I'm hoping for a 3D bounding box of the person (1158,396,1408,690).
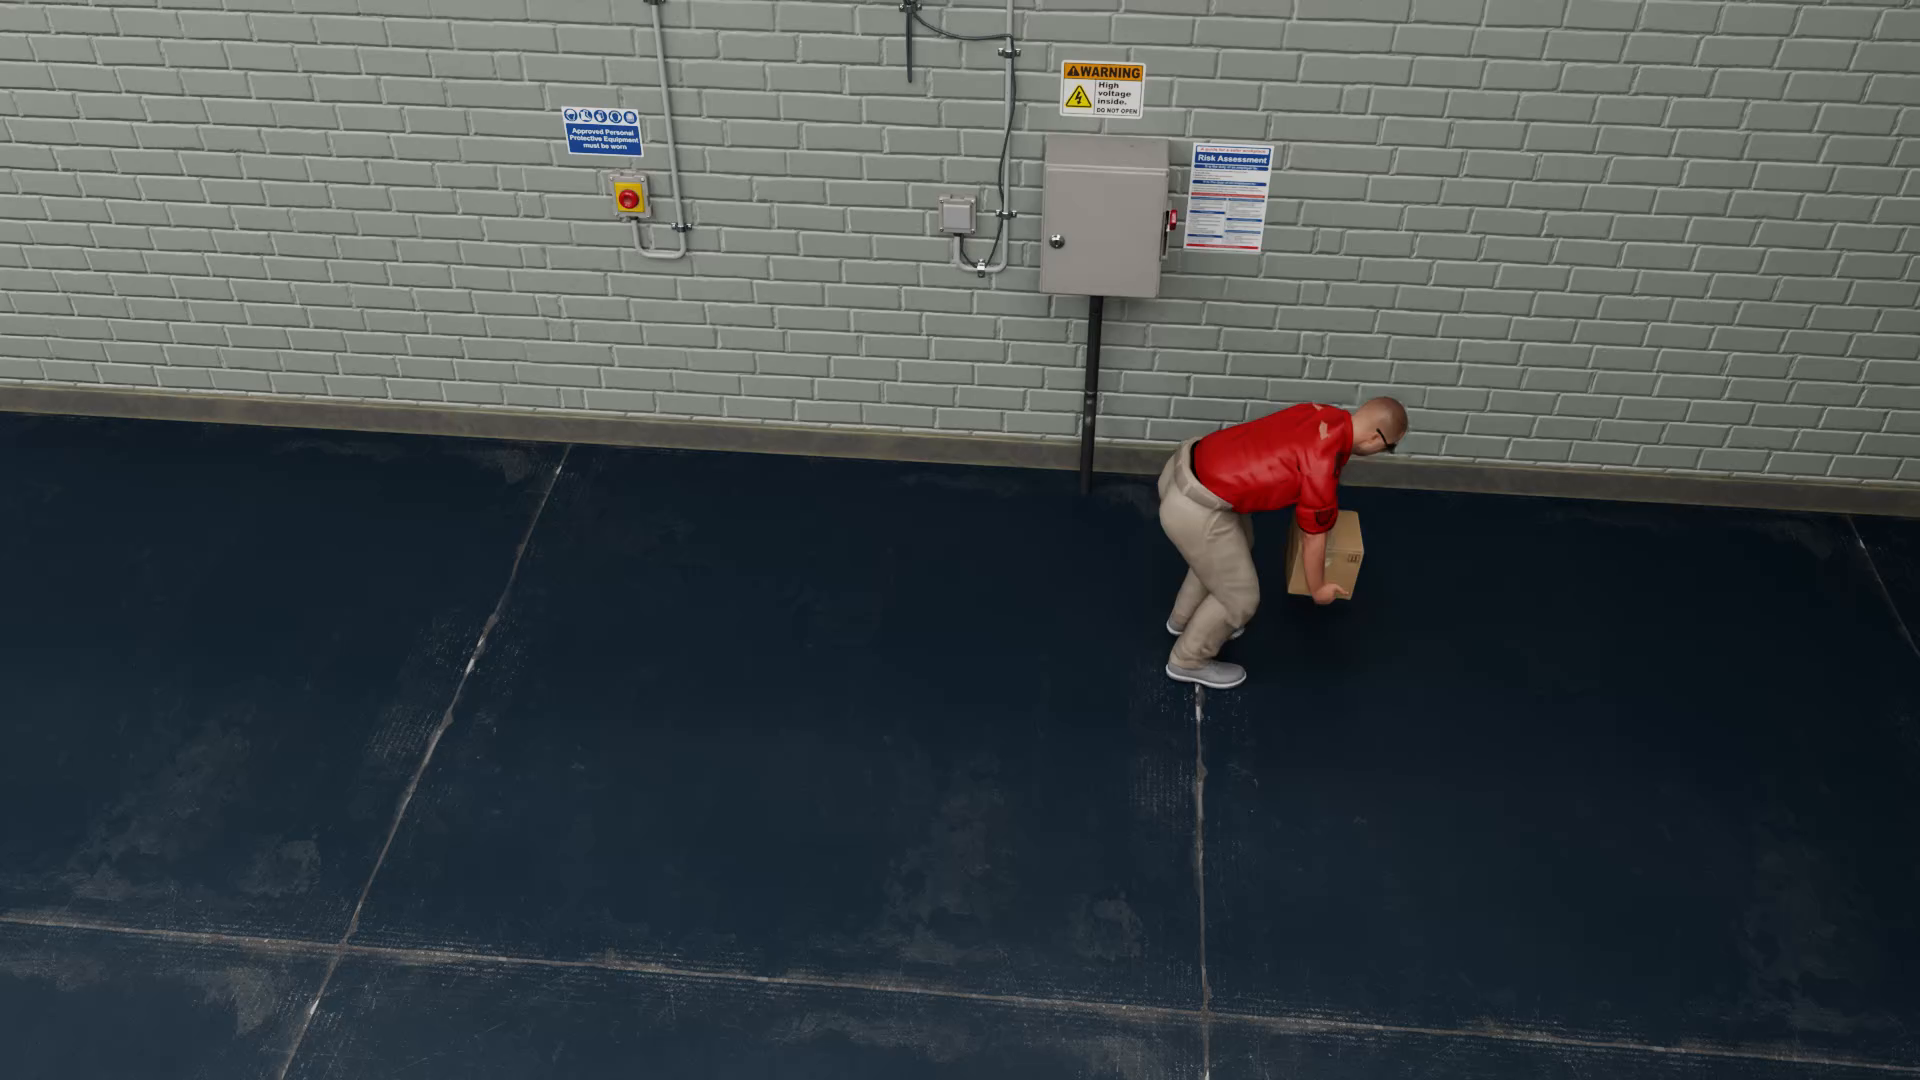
[{"bbox_3d":[1.214,-0.011,6.526,0.898,1.293,0.492,2,40,2],"label":"person"}]
